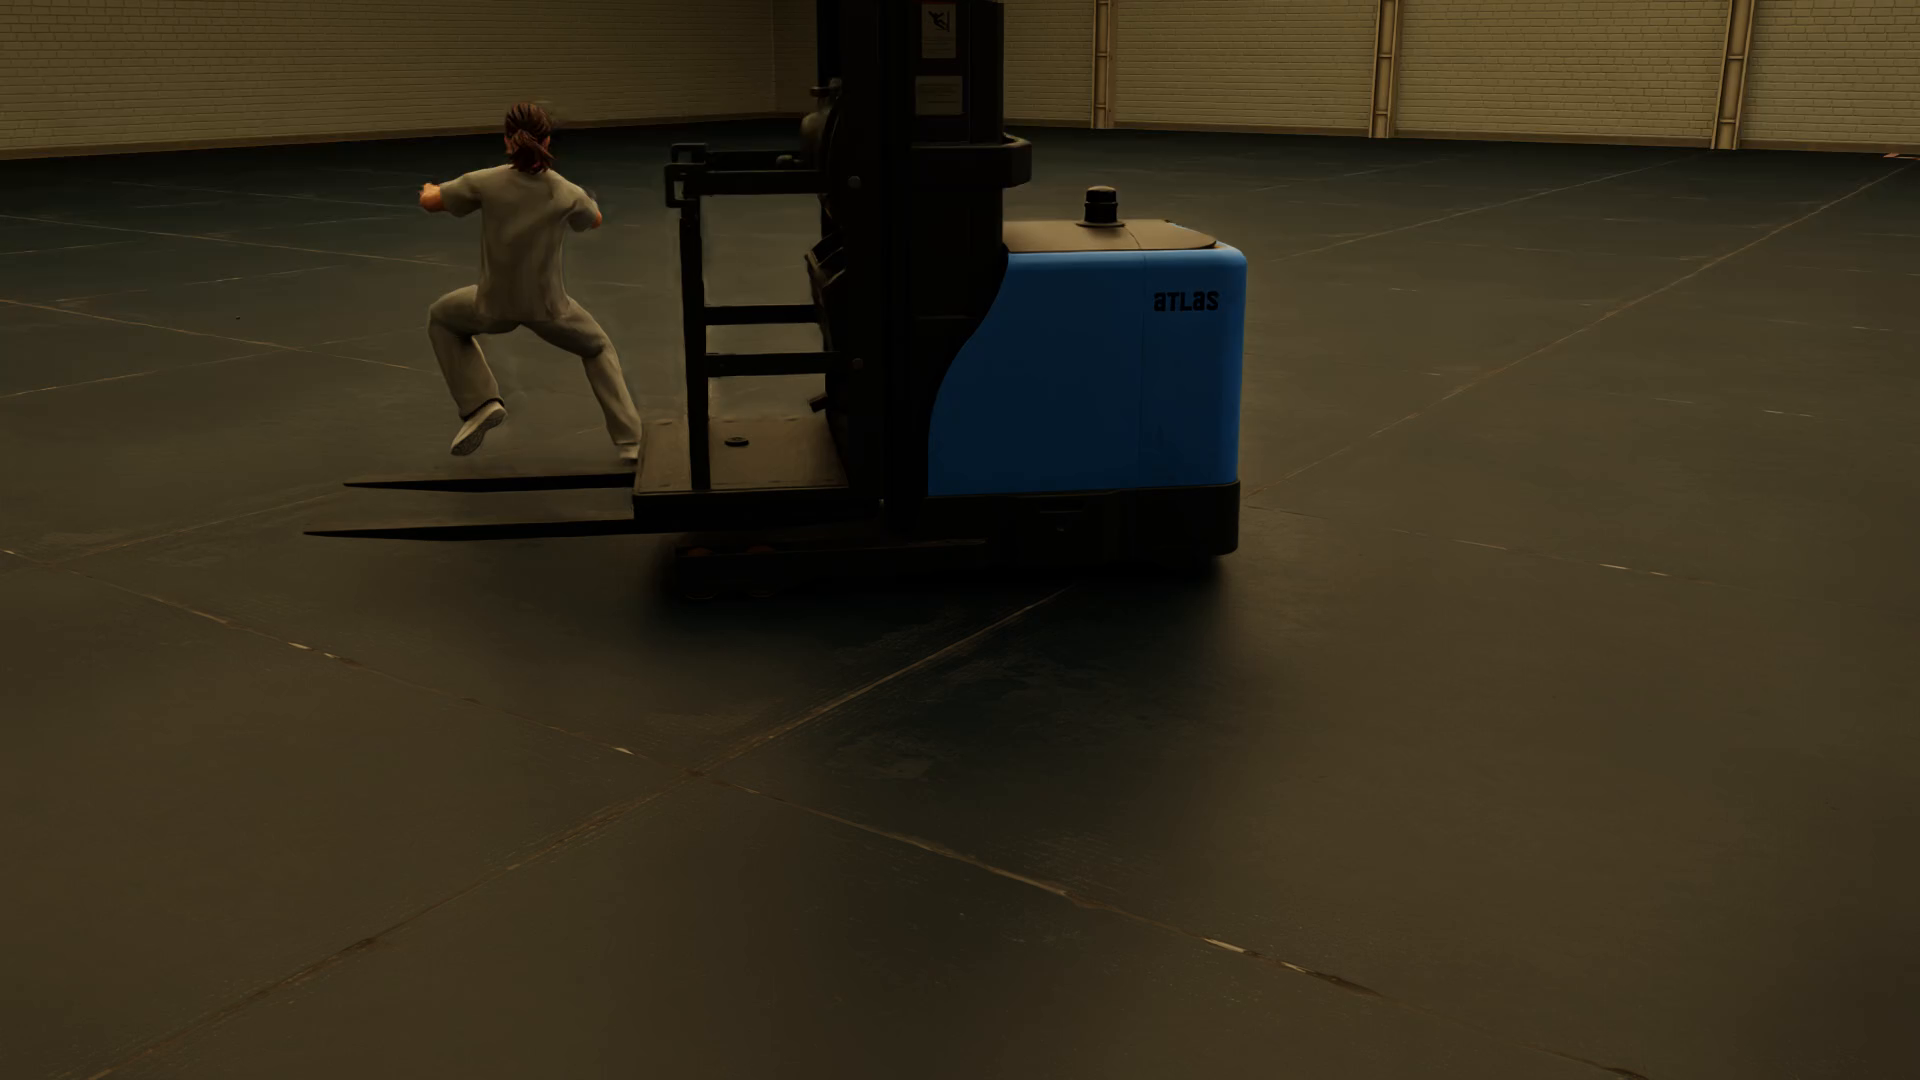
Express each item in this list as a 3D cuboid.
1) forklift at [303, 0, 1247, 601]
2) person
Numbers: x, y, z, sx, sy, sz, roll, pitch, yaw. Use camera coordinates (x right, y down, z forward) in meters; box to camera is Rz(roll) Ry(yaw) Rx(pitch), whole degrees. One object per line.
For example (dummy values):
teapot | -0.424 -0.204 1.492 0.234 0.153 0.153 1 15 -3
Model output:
forklift | -0.626 -1.372 5.421 3.031 2.935 1.130 -2 17 -8
person | -1.759 -1.033 6.806 0.865 1.478 0.734 -3 17 -11
